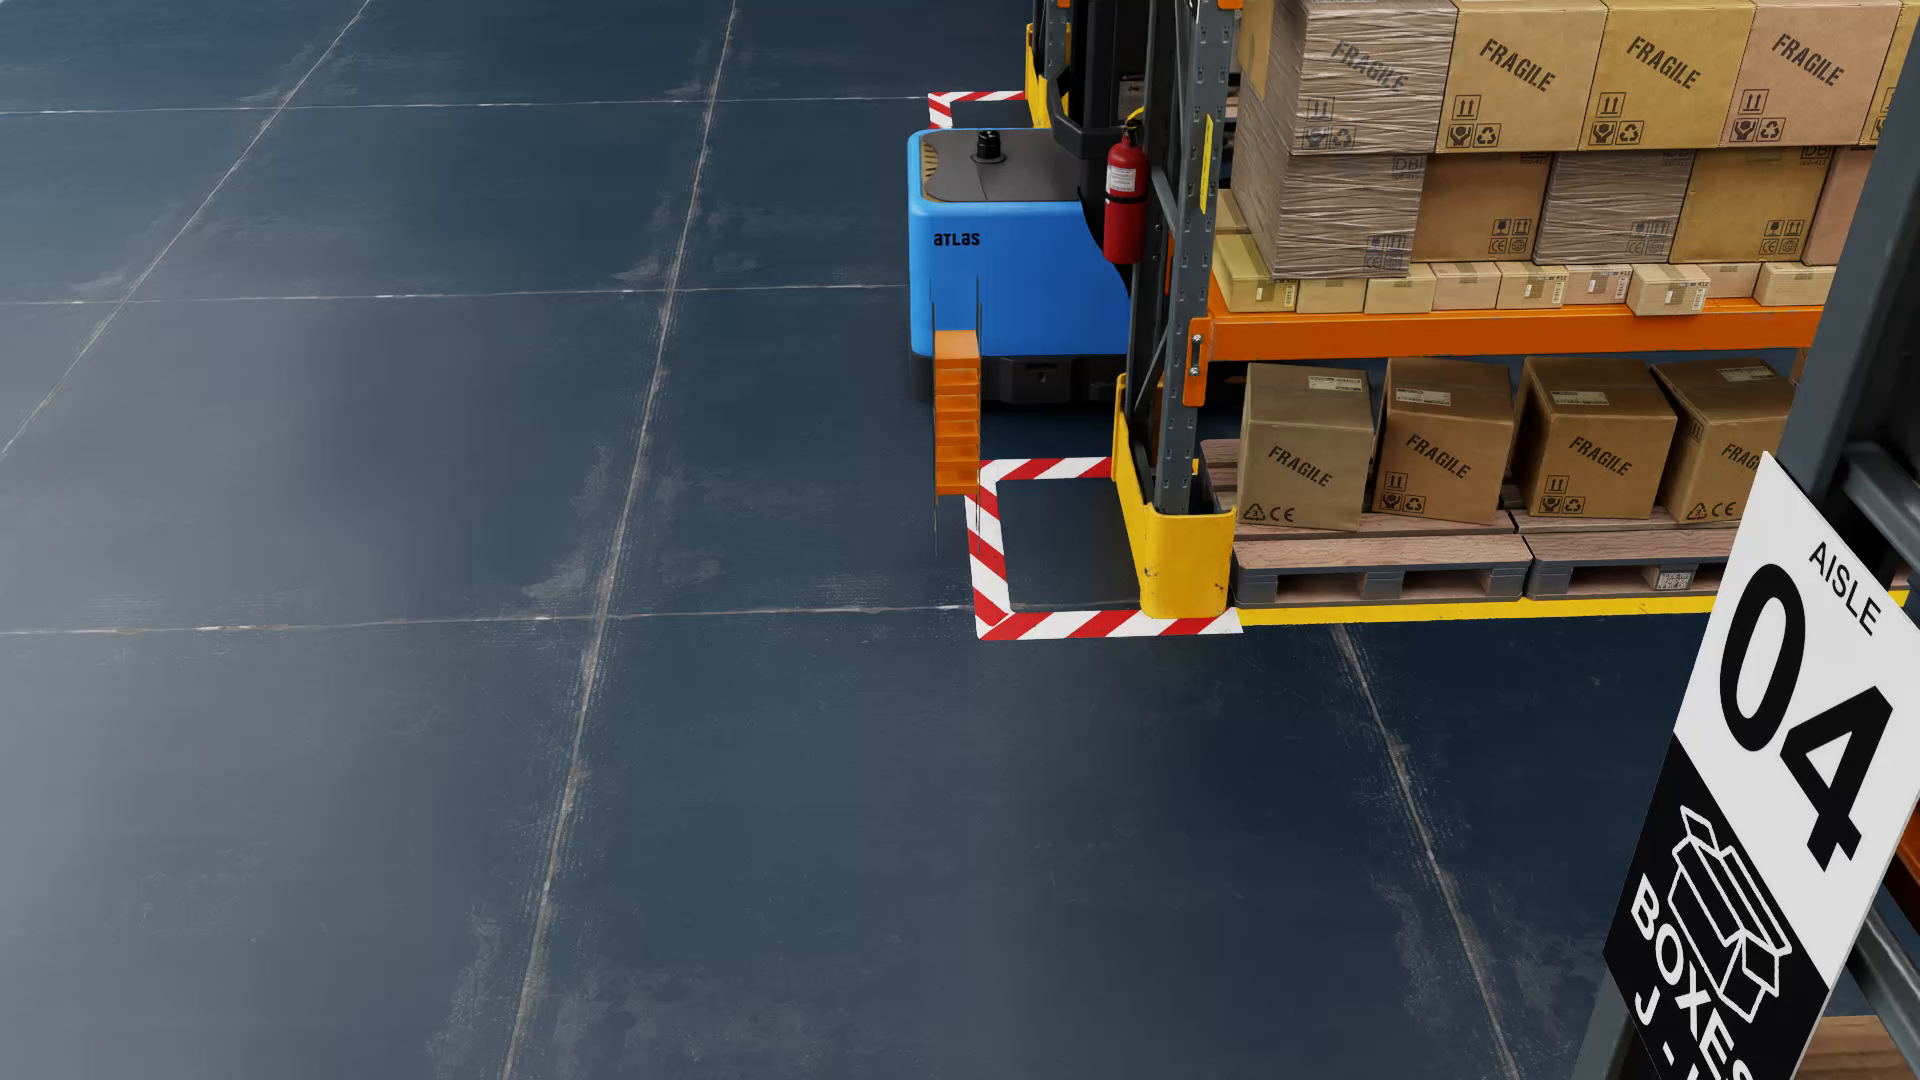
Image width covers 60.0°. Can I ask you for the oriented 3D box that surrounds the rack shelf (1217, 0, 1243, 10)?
[{"bbox_3d":[2.818,-2.235,5.840,4.000,0.370,1.077,-2,35,-2],"label":"rack shelf"}]

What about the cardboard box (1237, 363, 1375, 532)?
[{"bbox_3d":[1.445,-0.396,7.013,0.500,0.500,0.500,5,35,7],"label":"cardboard box"}]

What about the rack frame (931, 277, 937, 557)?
[{"bbox_3d":[-0.106,-0.491,6.904,0.006,1.200,0.240,-2,35,-2],"label":"rack frame"}]

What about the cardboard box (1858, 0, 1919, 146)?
[{"bbox_3d":[3.380,-1.730,5.886,0.500,0.500,0.500,-2,35,-2],"label":"cardboard box"}]

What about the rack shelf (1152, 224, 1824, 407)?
[{"bbox_3d":[2.818,-1.002,6.694,4.000,0.370,1.077,-2,35,-2],"label":"rack shelf"}]

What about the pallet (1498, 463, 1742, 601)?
[{"bbox_3d":[2.925,-0.132,7.255,1.213,0.211,1.003,-2,35,-2],"label":"pallet"}]

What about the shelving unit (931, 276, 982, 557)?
[{"bbox_3d":[-0.015,-0.493,6.908,0.189,1.200,0.258,-2,35,-2],"label":"shelving unit"}]

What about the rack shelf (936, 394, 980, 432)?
[{"bbox_3d":[-0.015,-0.555,6.865,0.180,0.103,0.258,-2,35,-2],"label":"rack shelf"}]

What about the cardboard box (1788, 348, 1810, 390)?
[{"bbox_3d":[3.842,-0.488,7.147,0.500,0.500,0.500,9,36,13],"label":"cardboard box"}]

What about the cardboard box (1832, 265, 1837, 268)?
[{"bbox_3d":[3.364,-1.070,6.381,0.250,0.149,0.380,-2,35,-2],"label":"cardboard box"}]

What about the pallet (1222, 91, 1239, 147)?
[{"bbox_3d":[1.471,-2.960,11.342,1.213,0.211,1.003,-2,35,-2],"label":"pallet"}]

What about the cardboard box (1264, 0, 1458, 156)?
[{"bbox_3d":[1.382,-1.678,5.811,0.500,0.500,0.500,-2,35,-2],"label":"cardboard box"}]

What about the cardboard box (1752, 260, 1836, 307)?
[{"bbox_3d":[3.116,-1.043,6.342,0.250,0.149,0.380,-2,35,-2],"label":"cardboard box"}]

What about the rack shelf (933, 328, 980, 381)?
[{"bbox_3d":[-0.015,-0.752,6.728,0.180,0.103,0.258,-2,35,-2],"label":"rack shelf"}]

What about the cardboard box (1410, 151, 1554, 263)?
[{"bbox_3d":[1.865,-1.488,6.415,0.500,0.500,0.875,-2,35,-2],"label":"cardboard box"}]

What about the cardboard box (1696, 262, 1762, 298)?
[{"bbox_3d":[2.862,-1.080,6.395,0.250,0.149,0.380,-2,35,-2],"label":"cardboard box"}]

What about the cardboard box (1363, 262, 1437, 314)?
[{"bbox_3d":[1.617,-1.007,6.289,0.250,0.149,0.380,-2,35,-2],"label":"cardboard box"}]

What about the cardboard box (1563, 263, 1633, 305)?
[{"bbox_3d":[2.364,-1.050,6.352,0.250,0.149,0.380,-2,35,-2],"label":"cardboard box"}]

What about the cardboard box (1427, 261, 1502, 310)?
[{"bbox_3d":[1.866,-1.025,6.316,0.250,0.149,0.380,-2,35,-2],"label":"cardboard box"}]

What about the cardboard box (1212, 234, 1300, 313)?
[{"bbox_3d":[1.116,-1.012,6.298,0.250,0.149,0.380,-2,35,-2],"label":"cardboard box"}]

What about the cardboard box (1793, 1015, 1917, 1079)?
[{"bbox_3d":[1.326,1.085,1.966,0.550,0.550,0.875,-2,35,-2],"label":"cardboard box"}]

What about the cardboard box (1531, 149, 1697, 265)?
[{"bbox_3d":[2.366,-1.477,6.399,0.500,0.500,0.875,-2,35,-2],"label":"cardboard box"}]

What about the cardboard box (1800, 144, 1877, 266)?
[{"bbox_3d":[3.367,-1.474,6.394,0.500,0.500,0.875,-2,35,-2],"label":"cardboard box"}]

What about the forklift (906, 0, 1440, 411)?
[{"bbox_3d":[1.253,-2.143,7.772,3.031,2.935,1.130,-1,35,-2],"label":"forklift"}]

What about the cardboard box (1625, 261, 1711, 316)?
[{"bbox_3d":[2.619,-0.998,6.277,0.250,0.149,0.380,-2,35,-2],"label":"cardboard box"}]

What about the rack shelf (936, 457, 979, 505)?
[{"bbox_3d":[-0.015,-0.259,7.070,0.180,0.103,0.258,-2,35,-2],"label":"rack shelf"}]

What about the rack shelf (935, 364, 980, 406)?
[{"bbox_3d":[-0.015,-0.654,6.797,0.180,0.103,0.258,-2,35,-2],"label":"rack shelf"}]

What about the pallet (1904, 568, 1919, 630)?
[{"bbox_3d":[1.694,0.356,1.542,1.213,0.211,1.003,-2,35,-2],"label":"pallet"}]

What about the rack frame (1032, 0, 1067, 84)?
[{"bbox_3d":[0.586,-4.059,10.479,0.127,3.000,1.000,-2,35,-2],"label":"rack frame"}]

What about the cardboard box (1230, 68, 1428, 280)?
[{"bbox_3d":[1.371,-1.406,6.297,0.500,0.500,0.875,-2,35,-2],"label":"cardboard box"}]

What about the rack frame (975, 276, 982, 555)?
[{"bbox_3d":[0.077,-0.496,6.911,0.006,1.200,0.240,-2,35,-2],"label":"rack frame"}]

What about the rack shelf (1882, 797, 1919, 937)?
[{"bbox_3d":[2.952,0.587,1.762,4.000,0.370,1.077,-2,35,-2],"label":"rack shelf"}]

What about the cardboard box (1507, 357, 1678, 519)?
[{"bbox_3d":[2.666,-0.437,7.074,0.500,0.500,0.500,2,35,2],"label":"cardboard box"}]

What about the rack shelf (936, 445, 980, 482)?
[{"bbox_3d":[-0.015,-0.358,7.002,0.180,0.103,0.258,-2,35,-2],"label":"rack shelf"}]

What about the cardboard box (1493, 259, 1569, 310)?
[{"bbox_3d":[2.116,-1.028,6.320,0.250,0.149,0.380,-2,35,-2],"label":"cardboard box"}]

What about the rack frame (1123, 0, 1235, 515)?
[{"bbox_3d":[0.820,-1.244,6.411,0.127,3.000,1.000,-2,35,-2],"label":"rack frame"}]

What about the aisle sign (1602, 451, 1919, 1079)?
[{"bbox_3d":[0.869,0.341,1.837,0.004,0.787,0.394,-2,35,-2],"label":"aisle sign"}]

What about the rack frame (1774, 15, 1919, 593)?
[{"bbox_3d":[0.954,-0.888,0.626,0.127,3.000,1.000,-2,35,-2],"label":"rack frame"}]

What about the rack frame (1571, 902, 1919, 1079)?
[{"bbox_3d":[0.954,1.579,2.333,0.127,3.000,1.000,-2,35,-2],"label":"rack frame"}]

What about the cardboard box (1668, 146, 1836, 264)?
[{"bbox_3d":[2.866,-1.484,6.409,0.500,0.500,0.875,-2,35,-2],"label":"cardboard box"}]

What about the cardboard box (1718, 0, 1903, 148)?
[{"bbox_3d":[2.881,-1.719,5.870,0.500,0.500,0.500,-2,35,-2],"label":"cardboard box"}]

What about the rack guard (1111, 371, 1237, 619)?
[{"bbox_3d":[0.896,-0.218,7.125,0.348,0.500,1.175,-2,35,-2],"label":"rack guard"}]

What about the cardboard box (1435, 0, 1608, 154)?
[{"bbox_3d":[1.882,-1.688,5.825,0.500,0.500,0.500,-2,35,-2],"label":"cardboard box"}]

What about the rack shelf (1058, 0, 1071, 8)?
[{"bbox_3d":[2.583,-3.817,10.762,4.000,0.370,1.077,-2,35,-2],"label":"rack shelf"}]

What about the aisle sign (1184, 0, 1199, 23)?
[{"bbox_3d":[0.772,-2.140,5.422,0.004,0.787,0.394,-2,35,-2],"label":"aisle sign"}]

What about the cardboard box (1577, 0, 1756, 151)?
[{"bbox_3d":[2.382,-1.702,5.845,0.500,0.500,0.500,-2,35,-2],"label":"cardboard box"}]

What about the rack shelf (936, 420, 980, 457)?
[{"bbox_3d":[-0.015,-0.456,6.933,0.180,0.103,0.258,-2,35,-2],"label":"rack shelf"}]

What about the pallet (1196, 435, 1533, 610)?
[{"bbox_3d":[1.709,-0.101,7.210,1.213,0.211,1.003,-2,35,-2],"label":"pallet"}]

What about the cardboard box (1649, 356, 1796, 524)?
[{"bbox_3d":[3.226,-0.427,7.059,0.500,0.500,0.500,-4,35,-6],"label":"cardboard box"}]

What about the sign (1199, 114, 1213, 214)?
[{"bbox_3d":[0.846,-1.291,5.719,0.005,0.325,0.100,-2,35,-2],"label":"sign"}]

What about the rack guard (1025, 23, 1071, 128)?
[{"bbox_3d":[0.659,-3.060,11.232,0.348,0.500,1.175,-2,35,-2],"label":"rack guard"}]

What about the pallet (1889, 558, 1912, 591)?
[{"bbox_3d":[4.146,-0.167,7.305,1.213,0.211,1.003,-2,35,-2],"label":"pallet"}]

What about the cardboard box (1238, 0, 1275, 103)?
[{"bbox_3d":[1.358,-1.973,6.238,0.500,0.500,0.500,-2,35,-2],"label":"cardboard box"}]

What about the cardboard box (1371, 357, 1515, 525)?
[{"bbox_3d":[2.040,-0.431,7.065,0.500,0.500,0.500,7,35,10],"label":"cardboard box"}]

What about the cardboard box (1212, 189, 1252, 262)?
[{"bbox_3d":[1.095,-1.265,6.663,0.250,0.149,0.380,-2,35,-2],"label":"cardboard box"}]

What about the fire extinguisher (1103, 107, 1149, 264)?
[{"bbox_3d":[0.684,-1.471,6.807,0.183,0.674,0.296,-2,35,-2],"label":"fire extinguisher"}]

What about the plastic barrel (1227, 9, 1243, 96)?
[{"bbox_3d":[1.740,-3.283,11.176,0.421,0.512,0.421,0,35,0],"label":"plastic barrel"}]

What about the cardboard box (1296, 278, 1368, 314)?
[{"bbox_3d":[1.367,-1.008,6.292,0.250,0.149,0.380,-2,35,-2],"label":"cardboard box"}]
